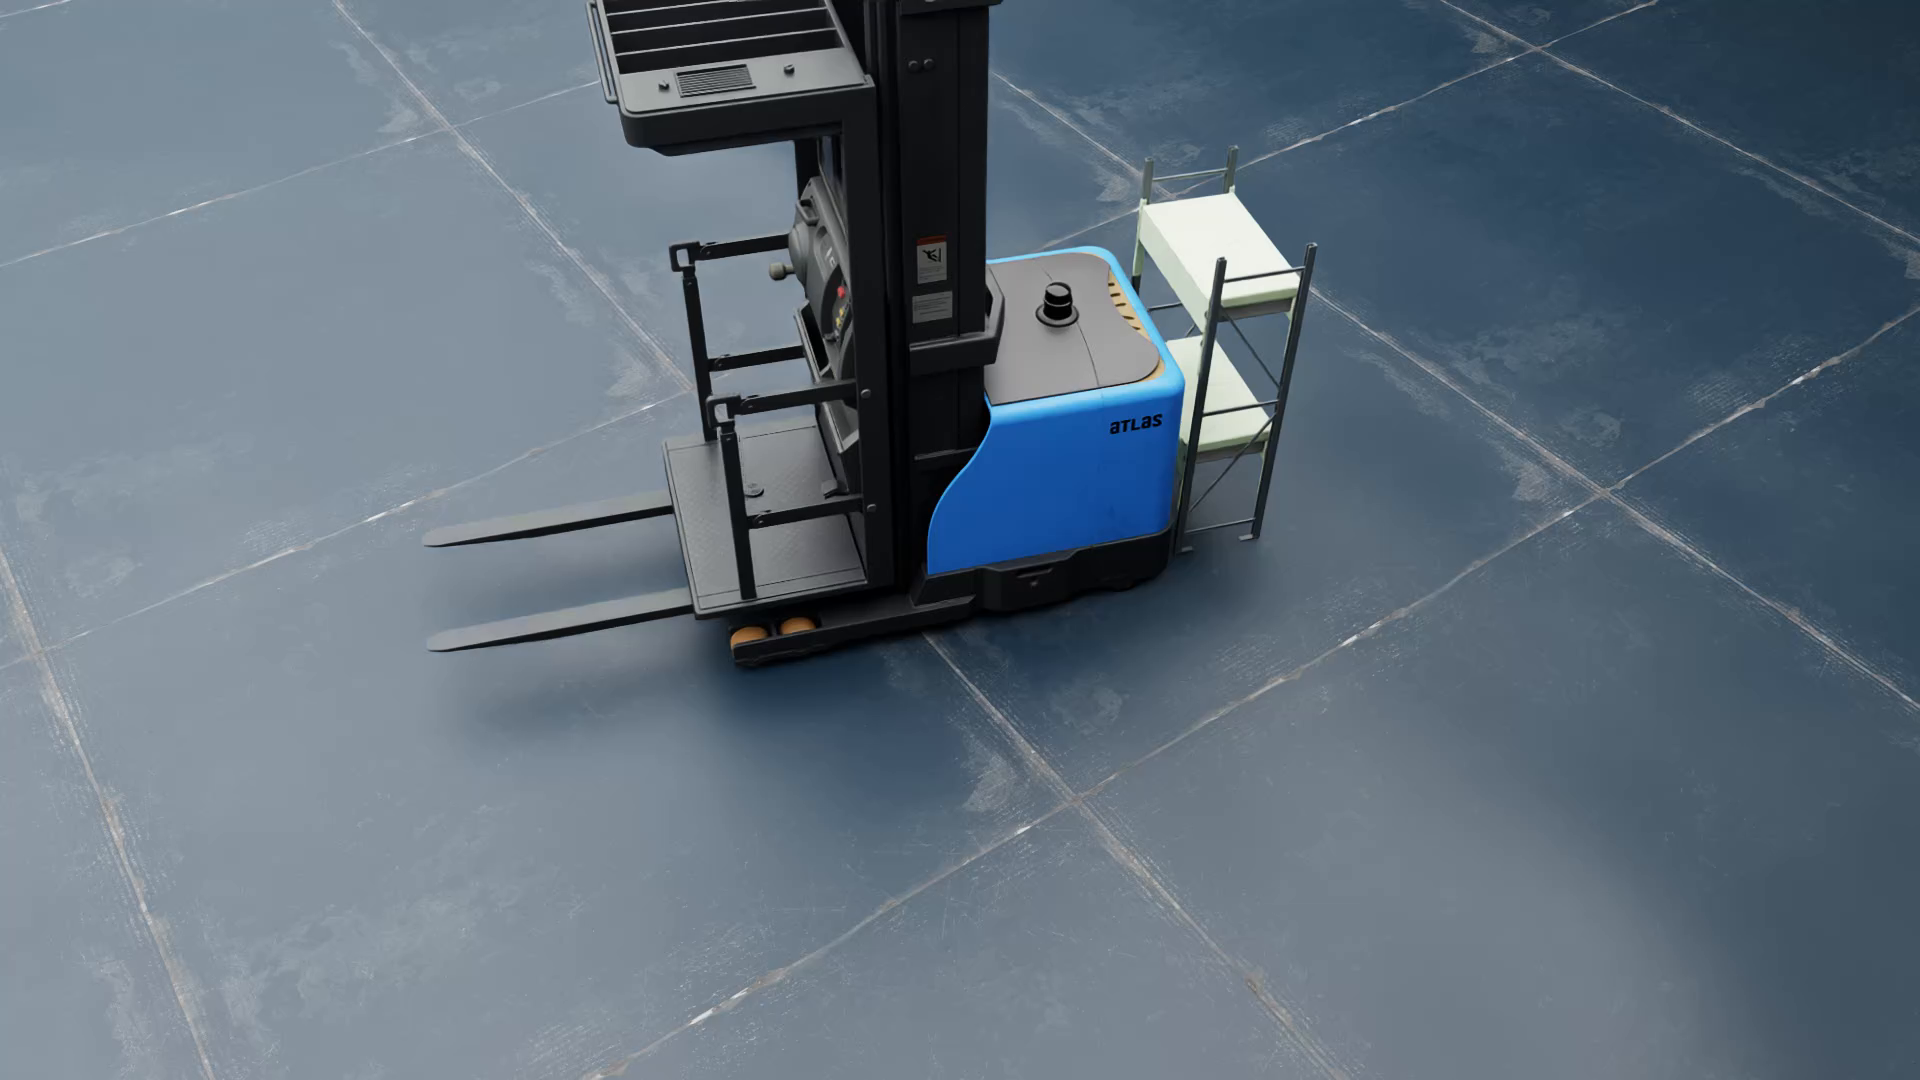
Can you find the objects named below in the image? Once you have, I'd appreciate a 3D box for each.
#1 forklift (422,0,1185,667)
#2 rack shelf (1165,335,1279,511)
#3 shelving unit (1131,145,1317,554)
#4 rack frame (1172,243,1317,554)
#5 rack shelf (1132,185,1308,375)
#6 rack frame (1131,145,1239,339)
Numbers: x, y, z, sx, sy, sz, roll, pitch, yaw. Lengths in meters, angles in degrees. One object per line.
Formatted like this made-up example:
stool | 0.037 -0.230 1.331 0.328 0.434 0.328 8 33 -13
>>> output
forklift | -0.695 -0.957 6.121 3.031 2.935 1.130 -10 45 -11
rack shelf | 1.015 -0.532 7.176 0.431 0.370 0.720 -11 45 -13
shelving unit | 1.022 -0.769 6.953 0.431 1.500 0.755 -11 45 -13
rack frame | 1.127 -0.527 6.699 0.400 1.500 0.023 -11 45 -13
rack shelf | 1.030 -1.053 6.685 0.431 0.370 0.720 -11 45 -13
rack frame | 0.917 -1.011 7.207 0.400 1.500 0.023 -11 45 -13
